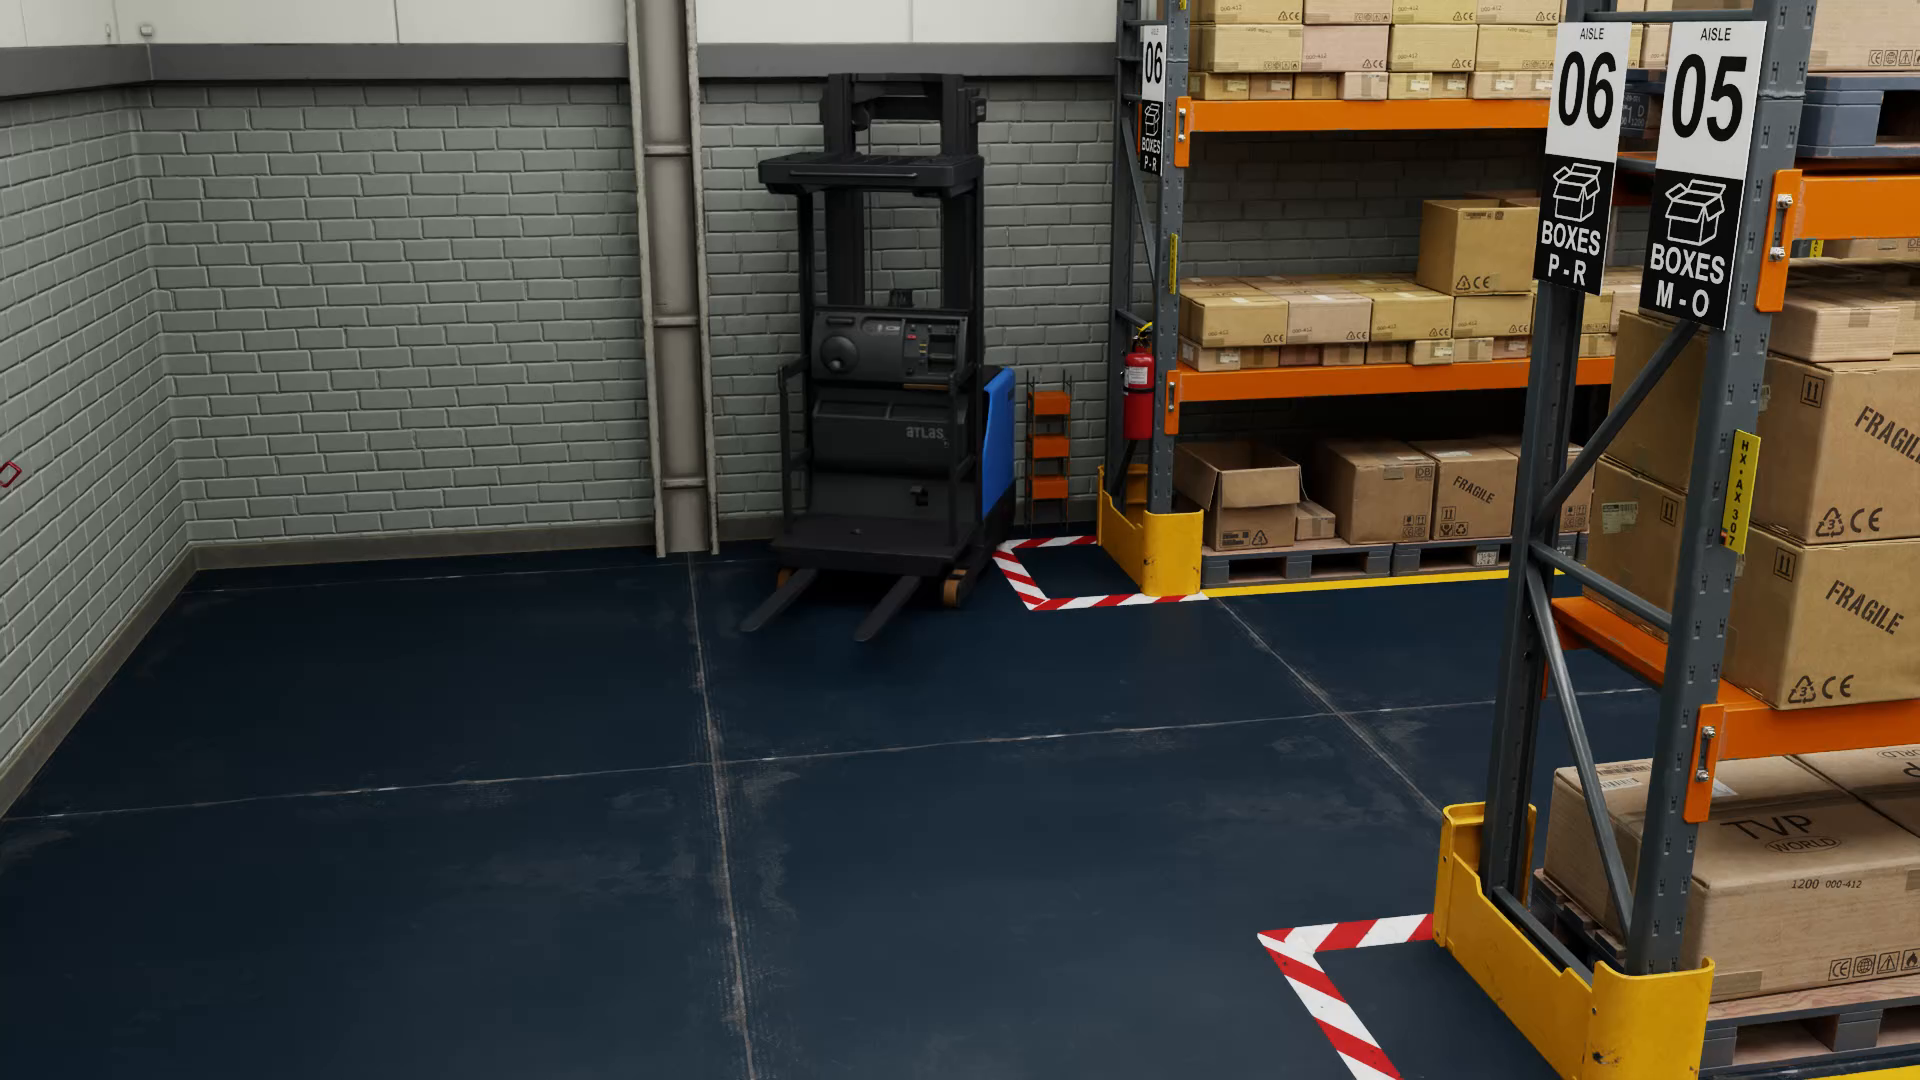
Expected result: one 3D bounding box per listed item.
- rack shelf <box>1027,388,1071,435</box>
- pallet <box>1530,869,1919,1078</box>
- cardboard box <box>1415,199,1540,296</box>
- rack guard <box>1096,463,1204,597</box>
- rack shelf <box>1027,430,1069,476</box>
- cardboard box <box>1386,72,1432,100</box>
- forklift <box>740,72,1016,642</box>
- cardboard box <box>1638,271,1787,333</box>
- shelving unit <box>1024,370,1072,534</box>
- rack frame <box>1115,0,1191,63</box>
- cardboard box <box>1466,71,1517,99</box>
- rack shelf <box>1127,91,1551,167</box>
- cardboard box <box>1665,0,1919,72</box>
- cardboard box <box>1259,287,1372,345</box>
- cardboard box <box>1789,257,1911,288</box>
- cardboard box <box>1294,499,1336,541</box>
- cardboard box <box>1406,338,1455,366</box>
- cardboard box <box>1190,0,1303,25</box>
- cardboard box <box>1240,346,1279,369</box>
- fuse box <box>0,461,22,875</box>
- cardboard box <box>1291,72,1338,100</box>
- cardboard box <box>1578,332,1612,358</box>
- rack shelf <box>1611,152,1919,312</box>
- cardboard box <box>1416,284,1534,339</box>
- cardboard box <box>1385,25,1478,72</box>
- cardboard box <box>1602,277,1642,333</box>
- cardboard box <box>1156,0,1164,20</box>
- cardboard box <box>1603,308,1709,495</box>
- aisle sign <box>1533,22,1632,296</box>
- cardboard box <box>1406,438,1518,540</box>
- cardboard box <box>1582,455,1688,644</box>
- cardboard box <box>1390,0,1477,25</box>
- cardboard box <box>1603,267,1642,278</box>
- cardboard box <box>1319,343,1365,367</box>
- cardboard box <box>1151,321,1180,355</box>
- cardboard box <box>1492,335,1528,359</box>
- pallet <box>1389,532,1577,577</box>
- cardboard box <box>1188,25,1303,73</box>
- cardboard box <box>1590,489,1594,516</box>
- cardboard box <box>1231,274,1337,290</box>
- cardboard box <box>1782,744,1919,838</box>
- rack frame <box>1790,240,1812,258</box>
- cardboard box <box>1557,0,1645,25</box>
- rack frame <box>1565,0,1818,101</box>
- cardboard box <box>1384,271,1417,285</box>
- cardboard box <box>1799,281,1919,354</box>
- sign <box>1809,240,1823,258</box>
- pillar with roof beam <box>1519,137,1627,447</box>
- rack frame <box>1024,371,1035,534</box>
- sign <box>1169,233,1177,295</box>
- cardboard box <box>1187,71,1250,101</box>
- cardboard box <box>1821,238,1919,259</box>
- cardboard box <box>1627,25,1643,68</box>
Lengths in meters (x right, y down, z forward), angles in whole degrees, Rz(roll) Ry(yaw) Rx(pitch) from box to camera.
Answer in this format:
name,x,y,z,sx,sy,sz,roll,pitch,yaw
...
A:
name,x,y,z,sx,sy,sz,roll,pitch,yaw
rack shelf,0.575,-0.838,10.819,0.240,0.259,0.215,-3,17,-10
pallet,2.790,1.427,5.807,1.213,0.211,1.003,-3,17,-10
cardboard box,3.044,-1.730,9.807,0.500,0.500,0.500,-3,17,-9
rack guard,1.149,-0.079,10.218,0.348,0.500,1.175,-3,17,-10
rack shelf,0.574,-0.567,10.902,0.240,0.259,0.215,-3,17,-10
cardboard box,2.459,-2.567,9.379,0.250,0.149,0.380,-3,17,-11
forklift,-0.460,-1.133,9.509,1.130,2.935,3.031,4,18,13
cardboard box,2.334,-0.753,5.175,0.250,0.149,0.380,-3,17,-10
shelving unit,0.574,-0.577,10.899,0.252,1.050,0.215,-3,17,-10
rack frame,1.074,-4.138,8.956,0.127,3.000,1.000,-3,17,-10
cardboard box,2.955,-2.592,9.460,0.250,0.149,0.380,-3,17,-10
rack shelf,3.038,-2.471,9.865,4.000,0.370,1.077,-3,17,-10
cardboard box,2.444,-1.501,4.850,0.500,0.250,0.500,-5,18,-16
cardboard box,2.066,-1.316,9.736,0.500,0.250,0.500,-3,17,-10
cardboard box,2.816,-0.812,5.370,0.250,0.149,0.380,-3,17,-11
cardboard box,2.117,-0.127,10.256,0.250,0.149,0.380,-4,18,-13
cardboard box,2.724,-1.146,9.863,0.250,0.149,0.380,-4,17,-12
cardboard box,1.558,-2.965,9.146,0.500,0.250,0.500,-3,17,-11
cardboard box,1.690,-1.116,9.766,0.250,0.149,0.380,-3,17,-9
fuse box,-3.767,0.484,6.322,0.414,1.711,0.539,-3,17,-10
cardboard box,1.939,-2.566,9.376,0.250,0.149,0.380,-3,17,-10
cardboard box,3.726,-1.211,10.072,0.250,0.149,0.380,-4,17,-11
rack shelf,3.983,-1.040,5.207,4.000,0.370,1.077,-3,17,-10
cardboard box,3.061,-1.380,9.944,0.500,0.250,0.500,-4,17,-12
cardboard box,2.562,-2.779,9.391,0.500,0.250,0.500,-4,17,-12
cardboard box,4.059,-1.432,10.115,0.500,0.250,0.500,-3,17,-10
cardboard box,1.458,-3.118,9.644,0.500,0.250,0.500,-4,17,-12
cardboard box,2.448,-0.460,5.328,0.500,0.500,0.500,-3,17,-9
aisle sign,1.890,-1.167,5.075,0.004,0.787,0.394,-3,17,-10
cardboard box,3.078,-0.319,10.285,0.500,0.500,0.500,-3,17,-9
cardboard box,2.443,0.010,5.500,0.500,0.500,0.500,-3,17,-10
cardboard box,2.551,-3.020,9.325,0.500,0.250,0.500,-4,17,-11
cardboard box,3.973,-1.583,10.607,0.500,0.250,0.500,-3,17,-11
cardboard box,2.201,-1.137,9.834,0.250,0.149,0.380,-3,17,-9
cardboard box,1.349,-1.246,10.186,0.250,0.149,0.380,-3,17,-11
cardboard box,3.218,-1.201,10.041,0.250,0.149,0.380,-3,17,-11
pallet,3.127,-0.053,10.624,1.213,0.211,1.003,-3,17,-10
cardboard box,1.562,-2.720,9.199,0.500,0.250,0.500,-3,17,-11
cardboard box,4.160,-0.251,10.461,0.258,0.266,0.396,-3,17,-8
cardboard box,1.982,-1.471,10.240,0.500,0.250,0.500,-3,17,-10
cardboard box,3.546,1.066,5.881,0.875,0.438,0.875,-3,17,-9
rack frame,5.002,-1.493,10.562,0.127,3.000,1.000,-3,17,-10
cardboard box,3.556,-3.082,9.525,0.500,0.250,0.500,-3,17,-9
rack frame,2.020,-2.707,4.298,0.127,3.000,1.000,-3,17,-10
cardboard box,2.983,-1.526,10.420,0.500,0.250,0.500,-3,17,-11
cardboard box,2.665,-0.650,4.841,0.250,0.149,0.380,-3,17,-9
sign,5.112,-1.750,9.927,0.005,0.325,0.100,-3,17,-10
pillar with roof beam,4.964,-3.340,6.361,0.400,9.000,9.100,-3,17,-10
rack frame,0.454,-0.571,10.878,0.008,1.050,0.200,-3,17,-10
sign,1.178,-1.527,9.201,0.005,0.325,0.100,-3,17,-10
cardboard box,1.432,-2.534,9.273,0.250,0.149,0.380,-3,17,-9
cardboard box,5.519,-1.704,10.364,0.500,0.500,0.700,-3,17,-9
cardboard box,3.562,-2.841,9.592,0.500,0.250,0.500,-3,17,-9
